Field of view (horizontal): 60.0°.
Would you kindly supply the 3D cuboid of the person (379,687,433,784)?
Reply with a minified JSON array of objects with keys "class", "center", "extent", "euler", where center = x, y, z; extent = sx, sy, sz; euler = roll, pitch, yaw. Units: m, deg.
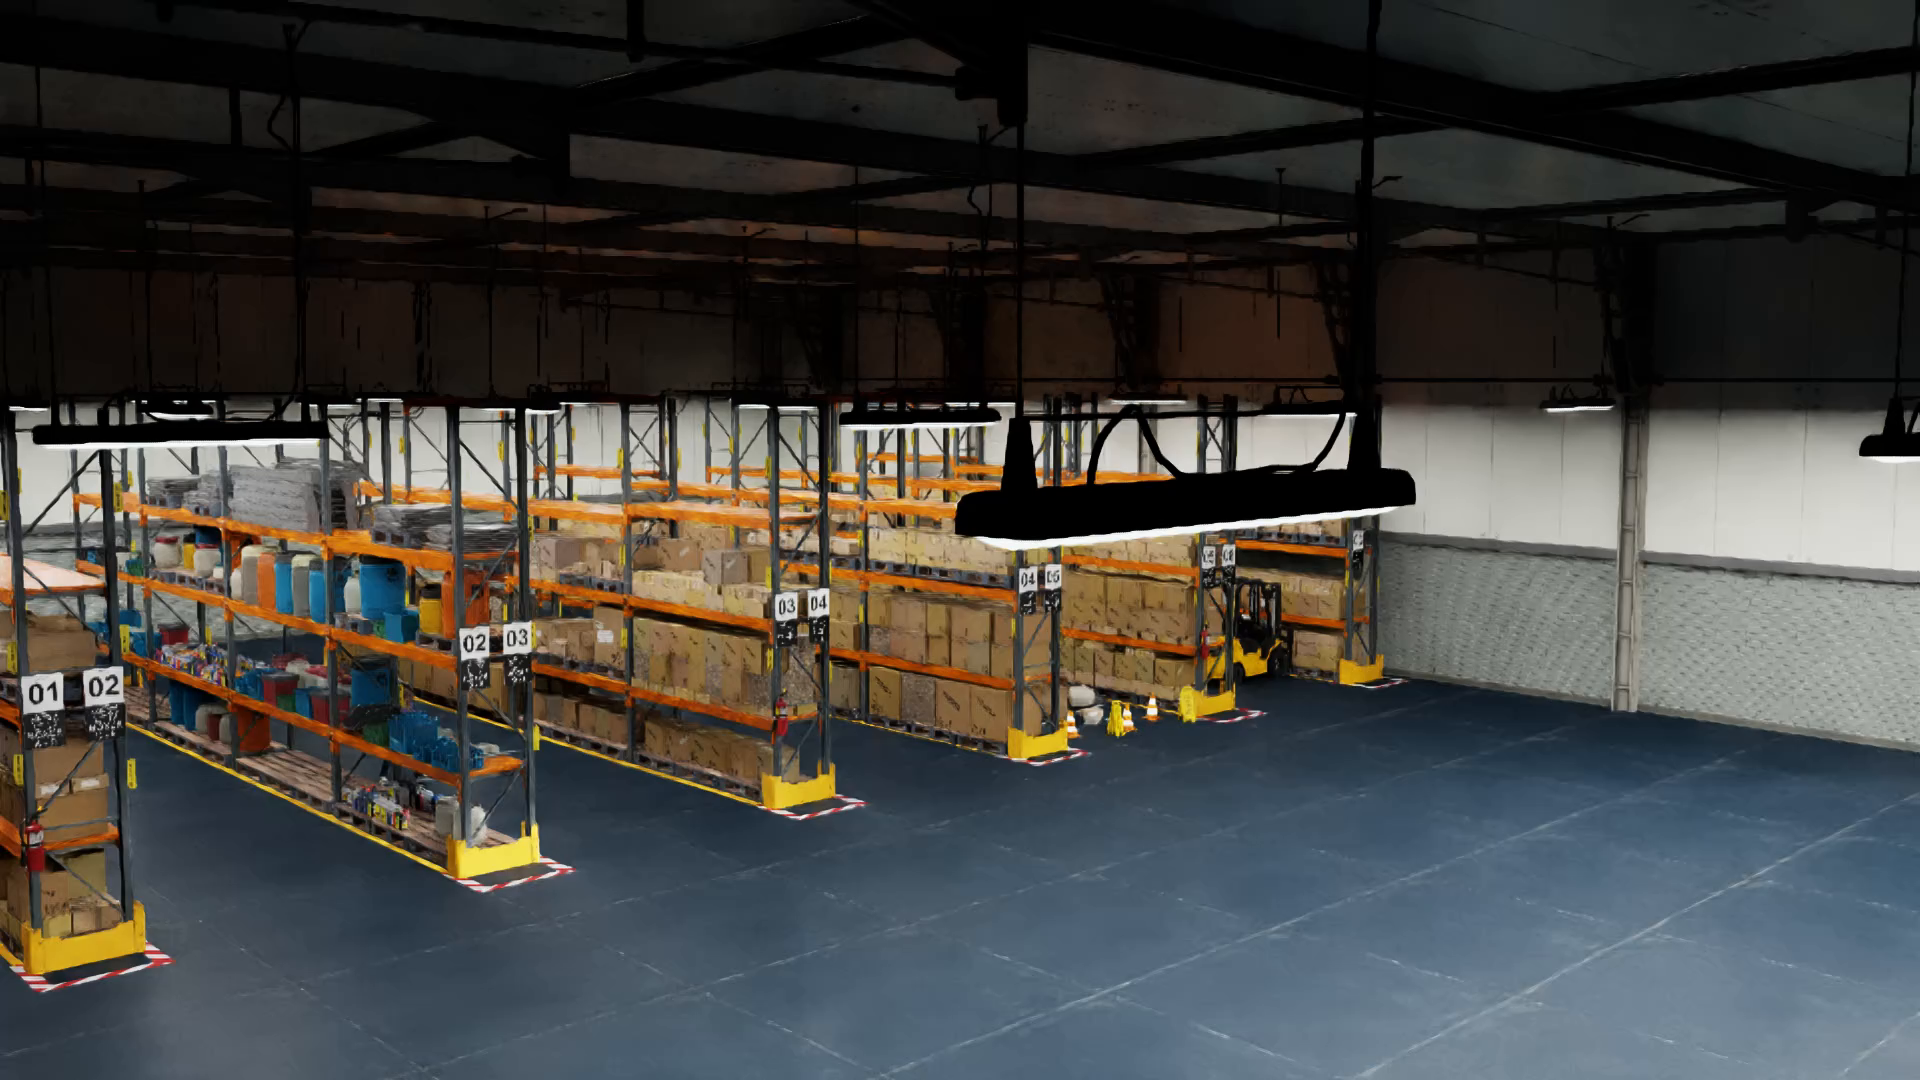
[{"class":"person","center":[-8.727,3.055,25.992],"extent":[0.768,1.517,0.529],"euler":[3,6,26]}]
